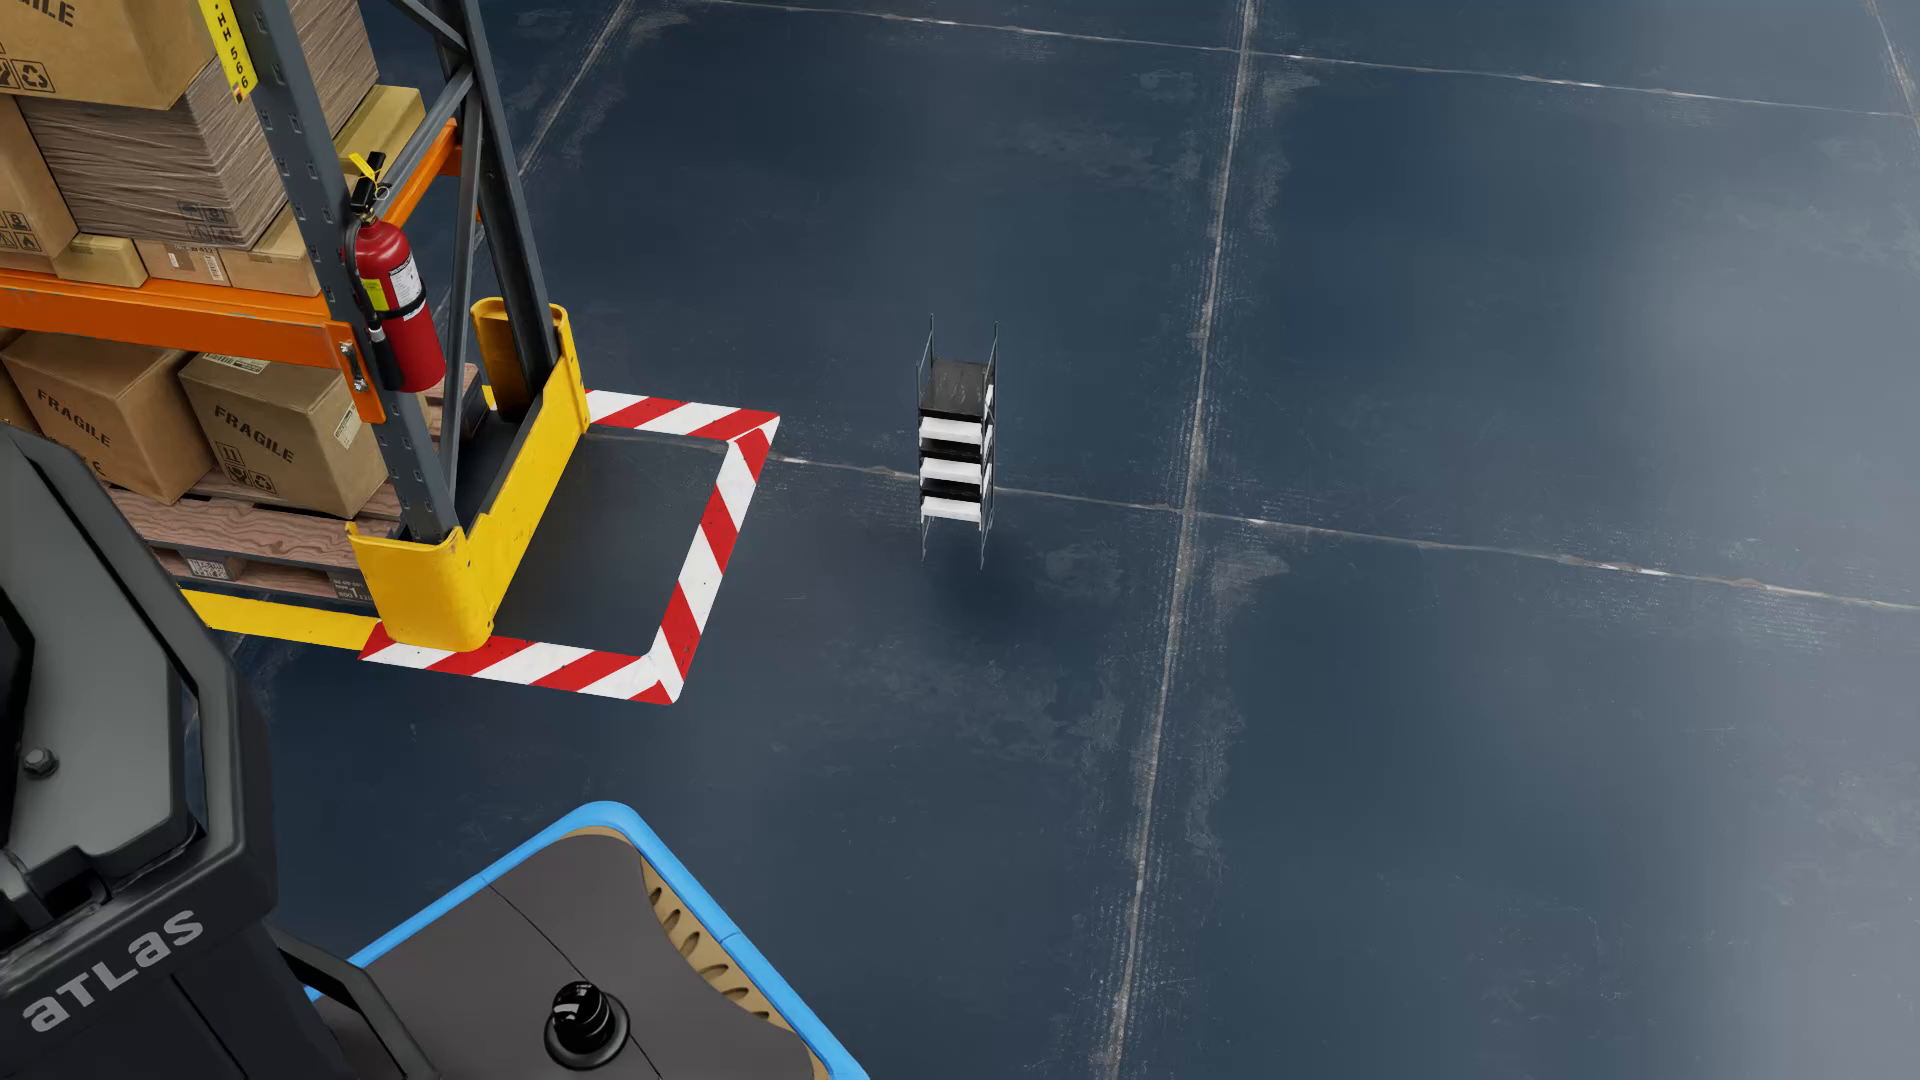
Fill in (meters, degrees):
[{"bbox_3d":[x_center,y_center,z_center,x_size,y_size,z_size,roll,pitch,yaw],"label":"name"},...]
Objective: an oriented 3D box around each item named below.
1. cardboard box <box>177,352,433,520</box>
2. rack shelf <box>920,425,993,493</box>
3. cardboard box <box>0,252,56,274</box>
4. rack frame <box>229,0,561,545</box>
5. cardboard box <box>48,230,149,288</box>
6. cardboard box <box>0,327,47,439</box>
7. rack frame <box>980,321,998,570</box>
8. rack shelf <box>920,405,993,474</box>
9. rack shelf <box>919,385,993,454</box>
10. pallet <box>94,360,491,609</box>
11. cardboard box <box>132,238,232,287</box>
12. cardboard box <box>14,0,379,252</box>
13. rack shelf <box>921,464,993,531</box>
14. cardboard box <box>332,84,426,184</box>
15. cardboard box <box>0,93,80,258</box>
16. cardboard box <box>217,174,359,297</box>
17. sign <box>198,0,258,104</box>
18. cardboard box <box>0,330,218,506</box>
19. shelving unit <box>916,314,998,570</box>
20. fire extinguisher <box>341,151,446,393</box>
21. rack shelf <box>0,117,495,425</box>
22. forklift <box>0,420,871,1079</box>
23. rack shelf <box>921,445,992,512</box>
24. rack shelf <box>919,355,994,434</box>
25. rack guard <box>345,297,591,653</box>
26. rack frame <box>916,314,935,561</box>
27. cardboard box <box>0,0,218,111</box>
[{"bbox_3d":[-2.165,-0.469,5.553,0.500,0.500,0.500,16,50,14],"label":"cardboard box"},{"bbox_3d":[-0.008,-0.280,5.441,0.200,0.077,0.258,8,49,7],"label":"rack shelf"},{"bbox_3d":[-2.615,-0.945,4.751,0.250,0.149,0.380,8,49,7],"label":"cardboard box"},{"bbox_3d":[-1.553,-1.069,4.694,0.127,3.000,1.000,8,49,7],"label":"rack frame"},{"bbox_3d":[-2.372,-0.900,4.711,0.250,0.149,0.380,8,49,7],"label":"cardboard box"},{"bbox_3d":[-3.372,-0.619,5.688,0.500,0.500,0.500,12,49,10],"label":"cardboard box"},{"bbox_3d":[0.092,-0.288,5.404,0.006,0.900,0.240,8,49,7],"label":"rack frame"},{"bbox_3d":[-0.008,-0.340,5.374,0.200,0.077,0.258,8,49,7],"label":"rack shelf"},{"bbox_3d":[-0.008,-0.400,5.307,0.200,0.077,0.258,8,49,7],"label":"rack shelf"},{"bbox_3d":[-2.421,-0.280,5.860,1.213,0.211,1.003,8,49,7],"label":"pallet"},{"bbox_3d":[-2.117,-0.905,4.715,0.250,0.149,0.380,8,49,7],"label":"cardboard box"},{"bbox_3d":[-2.090,-1.295,4.629,0.500,0.500,0.875,8,49,7],"label":"cardboard box"},{"bbox_3d":[-0.008,-0.159,5.575,0.200,0.077,0.258,8,49,7],"label":"rack shelf"},{"bbox_3d":[-1.791,-1.197,4.978,0.250,0.149,0.380,8,49,7],"label":"cardboard box"},{"bbox_3d":[-2.603,-1.273,4.610,0.500,0.500,0.875,8,49,7],"label":"cardboard box"},{"bbox_3d":[-1.871,-0.871,4.685,0.250,0.149,0.380,8,49,7],"label":"cardboard box"},{"bbox_3d":[-1.672,-1.158,3.783,0.005,0.325,0.100,8,49,7],"label":"sign"},{"bbox_3d":[-2.759,-0.523,5.601,0.500,0.500,0.500,19,51,17],"label":"cardboard box"},{"bbox_3d":[-0.008,-0.302,5.416,0.210,0.900,0.258,8,49,7],"label":"shelving unit"},{"bbox_3d":[-1.523,-0.691,4.406,0.183,0.674,0.296,8,49,7],"label":"fire extinguisher"},{"bbox_3d":[-3.522,-1.093,5.199,4.000,0.370,1.077,8,49,7],"label":"rack shelf"},{"bbox_3d":[-1.592,1.303,2.608,3.031,2.935,1.130,-33,56,-26],"label":"forklift"},{"bbox_3d":[-0.008,-0.219,5.508,0.200,0.077,0.258,8,49,7],"label":"rack shelf"},{"bbox_3d":[-0.008,-0.460,5.240,0.200,0.077,0.258,8,49,7],"label":"rack shelf"},{"bbox_3d":[-1.628,-0.243,5.633,0.348,0.500,1.175,8,49,7],"label":"rack guard"},{"bbox_3d":[-0.108,-0.315,5.428,0.006,0.900,0.240,8,49,7],"label":"rack frame"},{"bbox_3d":[-2.139,-1.428,4.077,0.500,0.500,0.500,8,49,7],"label":"cardboard box"}]
